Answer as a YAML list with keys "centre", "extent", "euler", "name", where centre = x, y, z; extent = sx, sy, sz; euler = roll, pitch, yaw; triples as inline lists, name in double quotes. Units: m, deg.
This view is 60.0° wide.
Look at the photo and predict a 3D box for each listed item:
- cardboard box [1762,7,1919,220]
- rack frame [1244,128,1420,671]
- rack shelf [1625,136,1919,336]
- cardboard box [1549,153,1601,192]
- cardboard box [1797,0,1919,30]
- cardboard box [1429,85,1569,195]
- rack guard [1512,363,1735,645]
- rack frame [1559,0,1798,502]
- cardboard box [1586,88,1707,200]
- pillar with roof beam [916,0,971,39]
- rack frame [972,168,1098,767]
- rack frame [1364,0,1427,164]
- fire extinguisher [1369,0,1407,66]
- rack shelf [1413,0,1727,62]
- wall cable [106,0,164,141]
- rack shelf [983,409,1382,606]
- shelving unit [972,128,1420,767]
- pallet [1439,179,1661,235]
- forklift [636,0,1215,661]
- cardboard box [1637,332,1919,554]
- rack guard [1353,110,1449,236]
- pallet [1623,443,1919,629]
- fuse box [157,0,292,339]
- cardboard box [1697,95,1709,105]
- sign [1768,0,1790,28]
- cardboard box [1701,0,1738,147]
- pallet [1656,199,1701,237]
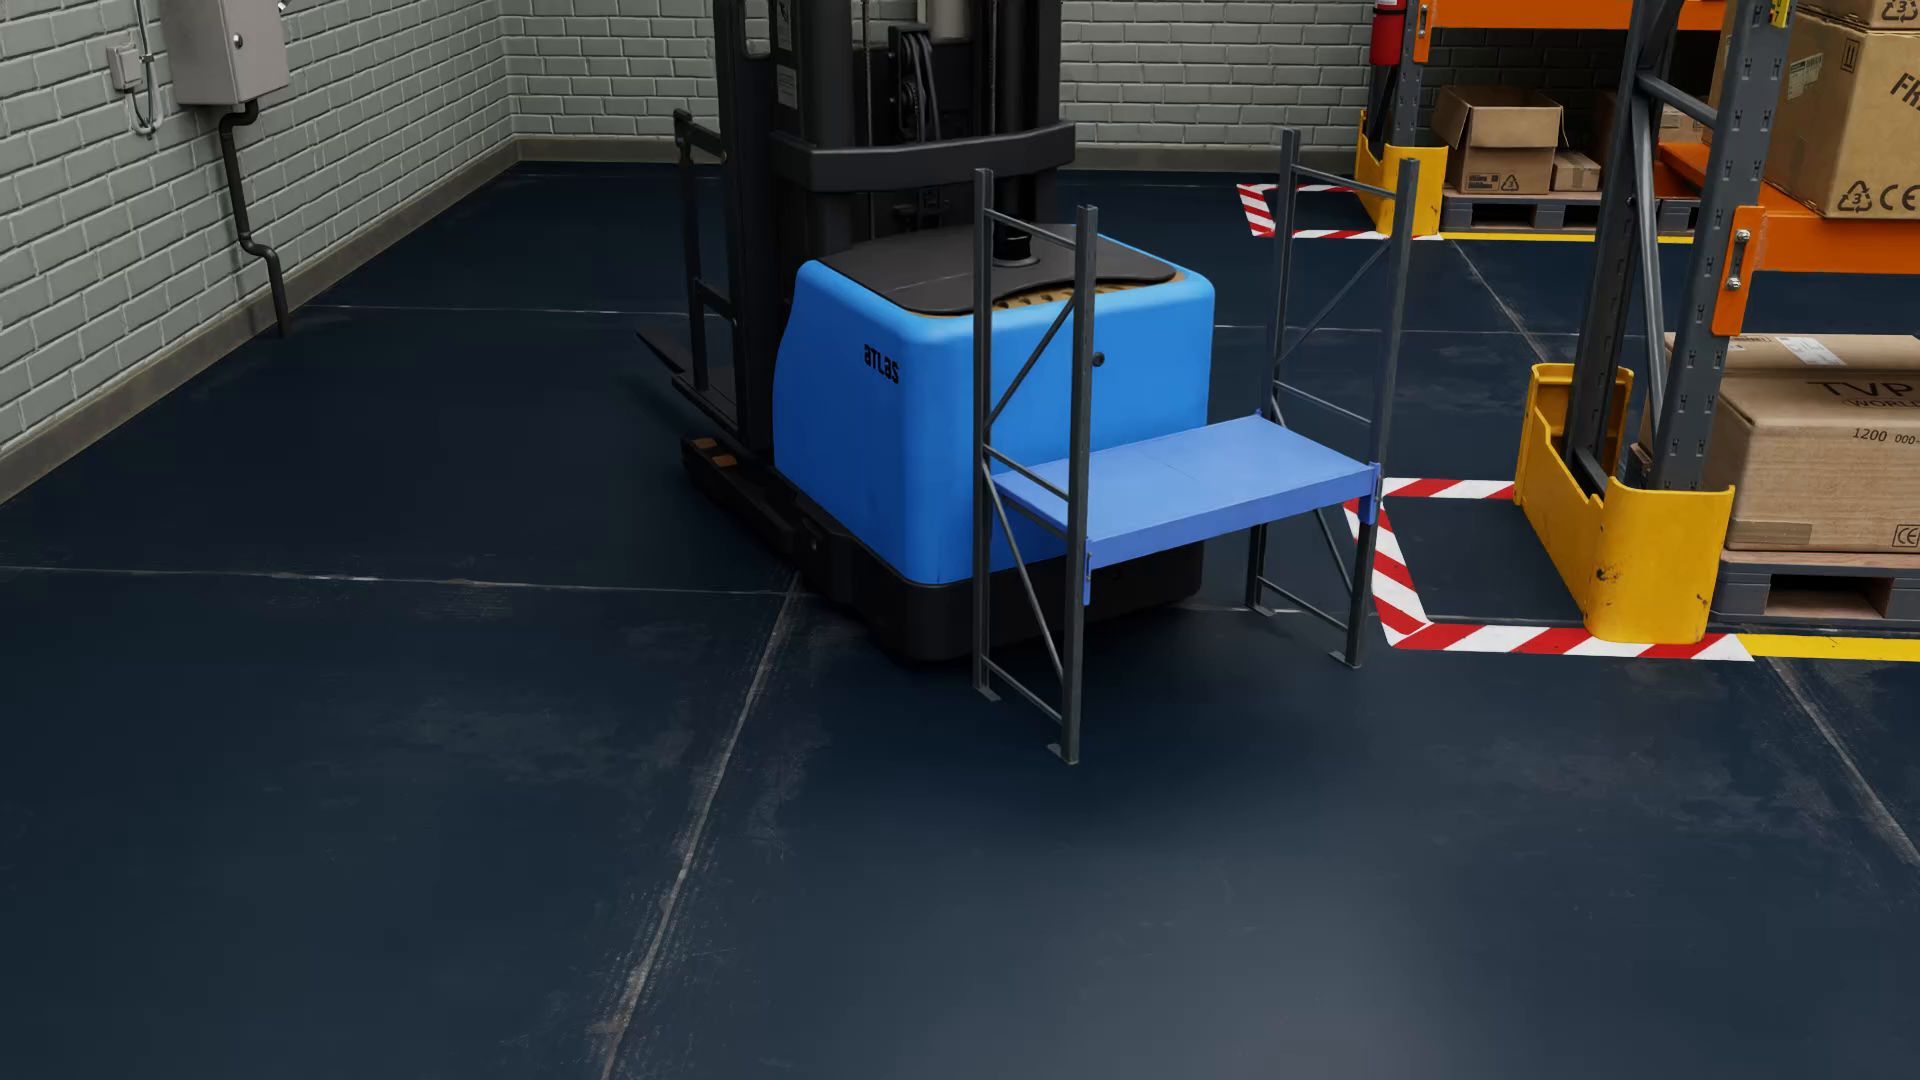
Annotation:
- centre: [2.631, -1.200, 4.649]
  extent: [0.500, 0.500, 0.500]
  euler: [2, 25, 4]
  name: "cardboard box"
- centre: [1.049, -0.387, 4.797]
  extent: [0.032, 1.500, 0.500]
  euler: [-14, 28, -28]
  name: "rack frame"
- centre: [4.168, -0.899, 4.975]
  extent: [4.000, 0.370, 1.077]
  euler: [2, 25, 4]
  name: "rack shelf"
- centre: [3.574, -2.165, 9.775]
  extent: [0.250, 0.149, 0.380]
  euler: [1, 25, 2]
  name: "cardboard box"
- centre: [2.631, -1.655, 4.442]
  extent: [0.500, 0.500, 0.500]
  euler: [1, 25, 3]
  name: "cardboard box"
- centre: [3.153, -2.356, 9.766]
  extent: [0.637, 0.503, 0.797]
  euler: [1, 25, 2]
  name: "cardboard box"
- centre: [2.150, -0.155, 5.488]
  extent: [0.348, 0.500, 1.175]
  euler: [2, 25, 4]
  name: "rack guard"
- centre: [2.174, -1.289, 4.964]
  extent: [0.127, 3.000, 1.000]
  euler: [2, 25, 4]
  name: "rack frame"
- centre: [4.002, -2.311, 9.672]
  extent: [0.500, 0.500, 0.700]
  euler: [3, 25, 6]
  name: "cardboard box"
- centre: [-0.398, -4.751, 5.311]
  extent: [0.400, 9.000, 9.100]
  euler: [2, 25, 4]
  name: "pillar with roof beam"
- centre: [0.177, -0.169, 4.322]
  extent: [0.032, 1.500, 0.500]
  euler: [-14, 28, -28]
  name: "rack frame"
- centre: [2.550, -3.358, 9.460]
  extent: [0.127, 3.000, 1.000]
  euler: [2, 25, 4]
  name: "rack frame"
- centre: [2.368, -2.966, 9.146]
  extent: [0.183, 0.674, 0.296]
  euler: [2, 25, 4]
  name: "fire extinguisher"
- centre: [4.545, -2.968, 9.471]
  extent: [4.000, 0.370, 1.077]
  euler: [2, 25, 4]
  name: "rack shelf"
- centre: [-3.353, -2.513, 6.408]
  extent: [0.122, 1.984, 0.588]
  euler: [2, 25, 4]
  name: "wall cable"
- centre: [0.613, -0.115, 4.635]
  extent: [1.000, 0.185, 0.538]
  euler: [-14, 28, -28]
  name: "rack shelf"
- centre: [0.613, -0.278, 4.560]
  extent: [1.048, 1.500, 0.538]
  euler: [-14, 28, -28]
  name: "shelving unit"
- centre: [3.421, -2.064, 9.983]
  extent: [1.213, 0.211, 1.003]
  euler: [2, 25, 4]
  name: "pallet"
- centre: [-0.385, -1.559, 5.633]
  extent: [1.130, 2.935, 3.031]
  euler: [-13, 28, -26]
  name: "forklift"
- centre: [2.840, -0.337, 5.456]
  extent: [0.875, 0.438, 0.875]
  euler: [1, 25, 2]
  name: "cardboard box"
- centre: [2.626, -2.220, 9.977]
  extent: [0.348, 0.500, 1.175]
  euler: [2, 25, 4]
  name: "rack guard"
- centre: [2.977, -0.030, 5.562]
  extent: [1.213, 0.211, 1.003]
  euler: [2, 25, 4]
  name: "pallet"
- centre: [-3.144, -1.746, 7.497]
  extent: [0.414, 1.711, 0.539]
  euler: [2, 25, 4]
  name: "fuse box"
- centre: [4.522, -2.252, 9.544]
  extent: [0.500, 0.500, 0.500]
  euler: [2, 25, 5]
  name: "cardboard box"
- centre: [2.126, -1.488, 4.264]
  extent: [0.005, 0.325, 0.100]
  euler: [2, 25, 4]
  name: "sign"
- centre: [2.675, -1.430, 5.149]
  extent: [0.500, 0.500, 0.500]
  euler: [2, 25, 4]
  name: "cardboard box"
- centre: [4.634, -2.024, 9.896]
  extent: [1.213, 0.211, 1.003]
  euler: [2, 25, 4]
  name: "pallet"
